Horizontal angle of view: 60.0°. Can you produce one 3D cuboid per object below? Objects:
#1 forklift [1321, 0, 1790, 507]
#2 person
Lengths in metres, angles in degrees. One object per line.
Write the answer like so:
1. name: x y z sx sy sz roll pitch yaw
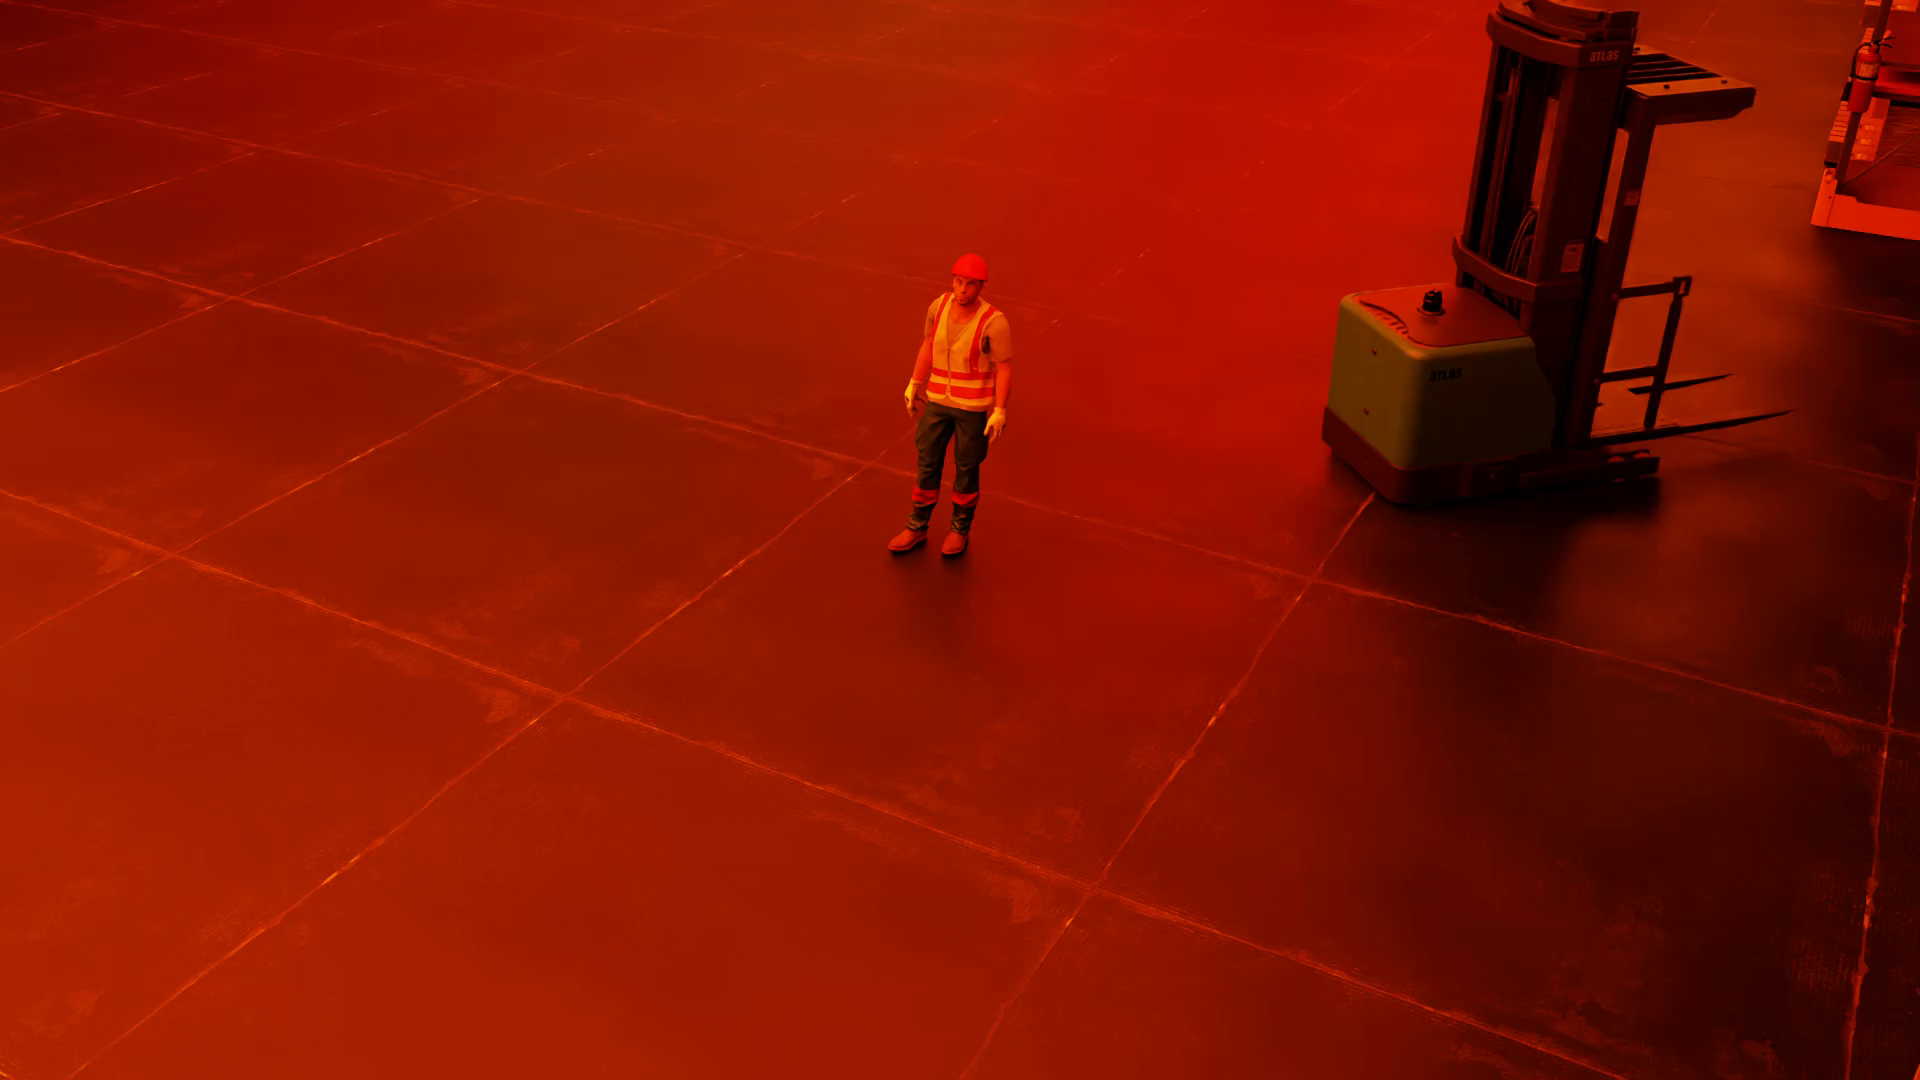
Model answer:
1. forklift: 3.971 -1.881 10.330 3.031 2.935 1.130 -8 31 -14
2. person: -0.050 -0.749 9.496 0.637 1.790 0.562 15 33 25
